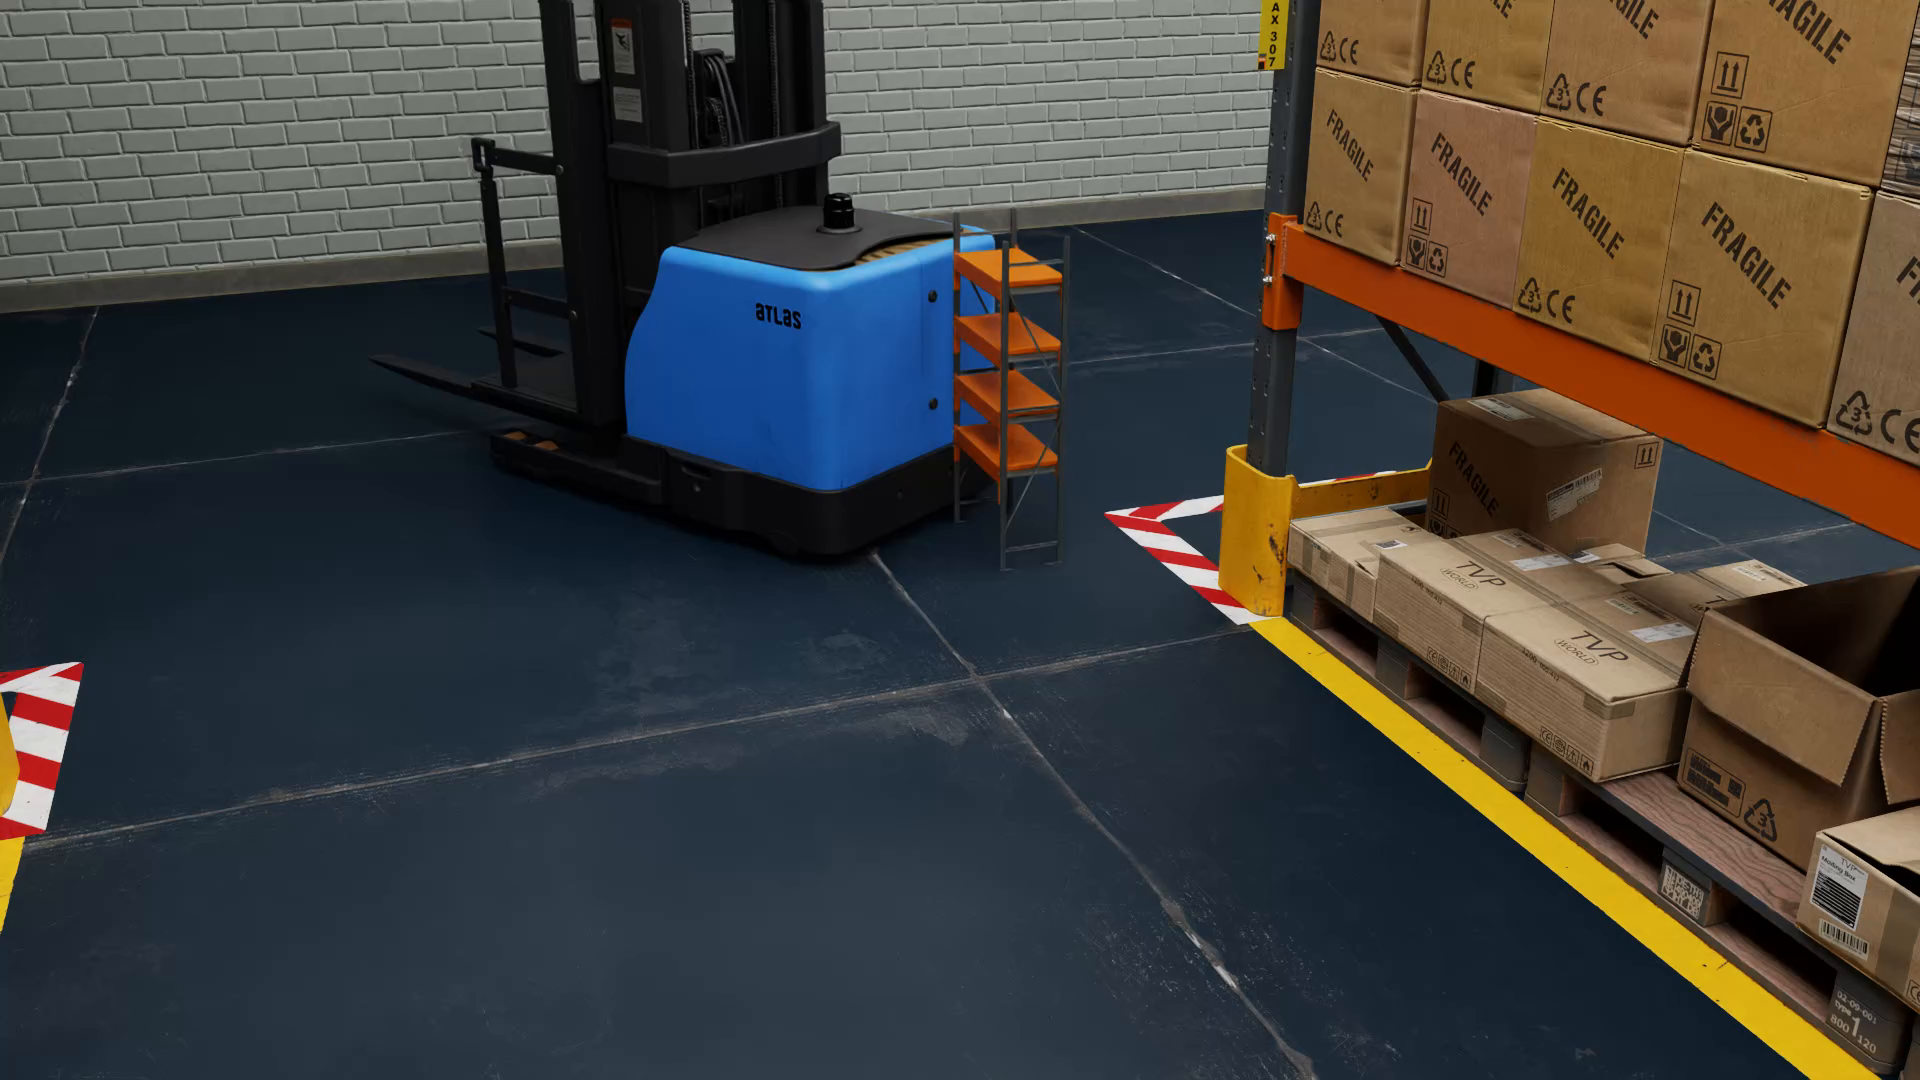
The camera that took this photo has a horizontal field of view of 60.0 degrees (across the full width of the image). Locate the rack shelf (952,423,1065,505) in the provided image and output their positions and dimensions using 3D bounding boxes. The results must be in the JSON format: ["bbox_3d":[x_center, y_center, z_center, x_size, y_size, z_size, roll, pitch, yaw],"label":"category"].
[{"bbox_3d":[0.173,-0.296,6.093,0.258,0.148,0.480,-8,24,-18],"label":"rack shelf"}]

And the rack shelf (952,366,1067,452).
[{"bbox_3d":[0.173,-0.479,6.016,0.258,0.148,0.480,-8,24,-18],"label":"rack shelf"}]

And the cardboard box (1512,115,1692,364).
[{"bbox_3d":[1.745,-0.763,4.068,0.500,0.500,0.500,-8,24,-19],"label":"cardboard box"}]

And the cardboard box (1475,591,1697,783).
[{"bbox_3d":[1.753,0.381,4.458,0.500,0.250,0.500,-8,24,-19],"label":"cardboard box"}]

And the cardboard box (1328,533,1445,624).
[{"bbox_3d":[1.388,0.110,5.209,0.380,0.166,0.250,-8,24,-19],"label":"cardboard box"}]

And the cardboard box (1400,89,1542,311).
[{"bbox_3d":[1.570,-0.945,4.502,0.500,0.500,0.500,-9,24,-20],"label":"cardboard box"}]

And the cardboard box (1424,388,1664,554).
[{"bbox_3d":[1.895,-0.170,5.444,0.500,0.500,0.500,-8,24,-19],"label":"cardboard box"}]

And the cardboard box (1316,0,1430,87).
[{"bbox_3d":[1.383,-1.593,4.751,0.500,0.500,0.500,-8,24,-17],"label":"cardboard box"}]

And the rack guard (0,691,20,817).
[{"bbox_3d":[-3.169,0.541,4.323,1.175,0.500,0.348,-8,24,-19],"label":"rack guard"}]

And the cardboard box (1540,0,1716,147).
[{"bbox_3d":[1.747,-1.221,3.870,0.500,0.500,0.500,-8,24,-18],"label":"cardboard box"}]

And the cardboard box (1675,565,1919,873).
[{"bbox_3d":[2.217,0.436,4.002,0.797,0.503,0.637,-8,24,-19],"label":"cardboard box"}]

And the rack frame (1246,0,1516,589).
[{"bbox_3d":[1.473,-1.283,5.433,1.000,3.000,0.127,-8,24,-19],"label":"rack frame"}]

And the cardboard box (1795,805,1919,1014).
[{"bbox_3d":[2.154,0.766,3.467,0.500,0.311,0.500,-8,24,-19],"label":"cardboard box"}]

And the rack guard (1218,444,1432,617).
[{"bbox_3d":[1.500,-0.104,5.853,1.175,0.500,0.348,-8,24,-19],"label":"rack guard"}]

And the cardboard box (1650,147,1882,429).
[{"bbox_3d":[1.920,-0.581,3.637,0.500,0.500,0.500,-8,24,-18],"label":"cardboard box"}]

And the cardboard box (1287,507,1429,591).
[{"bbox_3d":[1.299,0.027,5.428,0.380,0.149,0.250,-8,24,-19],"label":"cardboard box"}]

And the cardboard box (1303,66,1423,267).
[{"bbox_3d":[1.383,-1.132,4.945,0.500,0.500,0.500,-8,24,-18],"label":"cardboard box"}]

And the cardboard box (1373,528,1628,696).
[{"bbox_3d":[1.576,0.199,4.889,0.500,0.250,0.500,-8,24,-19],"label":"cardboard box"}]

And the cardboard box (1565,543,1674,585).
[{"bbox_3d":[1.954,0.143,5.131,0.380,0.166,0.250,-8,24,-19],"label":"cardboard box"}]

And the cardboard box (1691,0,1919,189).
[{"bbox_3d":[1.927,-1.037,3.432,0.500,0.500,0.500,-9,24,-19],"label":"cardboard box"}]

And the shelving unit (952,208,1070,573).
[{"bbox_3d":[0.173,-0.541,5.990,0.258,1.200,0.503,-8,24,-18],"label":"shelving unit"}]

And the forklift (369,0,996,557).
[{"bbox_3d":[-1.329,-1.734,6.590,3.031,2.935,1.130,17,28,34],"label":"forklift"}]

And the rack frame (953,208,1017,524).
[{"bbox_3d":[0.091,-0.631,6.202,0.240,1.200,0.015,-8,24,-18],"label":"rack frame"}]

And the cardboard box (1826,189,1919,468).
[{"bbox_3d":[2.102,-0.396,3.199,0.500,0.500,0.500,-8,24,-18],"label":"cardboard box"}]

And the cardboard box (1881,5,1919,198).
[{"bbox_3d":[2.104,-0.854,2.998,0.500,0.500,0.500,-8,24,-19],"label":"cardboard box"}]

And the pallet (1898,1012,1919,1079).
[{"bbox_3d":[2.644,1.205,3.118,1.003,0.211,1.213,-8,24,-19],"label":"pallet"}]

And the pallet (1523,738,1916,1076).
[{"bbox_3d":[2.210,0.761,4.172,1.003,0.211,1.213,-8,24,-19],"label":"pallet"}]

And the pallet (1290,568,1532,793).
[{"bbox_3d":[1.782,0.319,5.222,1.003,0.211,1.213,-8,24,-19],"label":"pallet"}]

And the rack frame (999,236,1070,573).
[{"bbox_3d":[0.255,-0.452,5.778,0.240,1.200,0.015,-8,24,-18],"label":"rack frame"}]

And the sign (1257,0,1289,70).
[{"bbox_3d":[0.965,-1.608,5.088,0.100,0.325,0.005,-8,24,-19],"label":"sign"}]

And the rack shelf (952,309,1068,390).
[{"bbox_3d":[0.173,-0.686,5.929,0.258,0.148,0.480,-8,24,-18],"label":"rack shelf"}]

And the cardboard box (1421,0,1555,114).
[{"bbox_3d":[1.575,-1.404,4.303,0.500,0.500,0.500,-8,24,-18],"label":"cardboard box"}]

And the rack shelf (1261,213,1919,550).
[{"bbox_3d":[2.179,-0.225,3.848,1.077,0.370,4.000,-8,24,-19],"label":"rack shelf"}]

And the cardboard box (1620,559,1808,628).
[{"bbox_3d":[2.203,0.294,4.664,0.500,0.250,0.500,-8,24,-19],"label":"cardboard box"}]

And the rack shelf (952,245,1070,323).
[{"bbox_3d":[0.173,-0.904,5.837,0.258,0.148,0.480,-8,24,-18],"label":"rack shelf"}]
